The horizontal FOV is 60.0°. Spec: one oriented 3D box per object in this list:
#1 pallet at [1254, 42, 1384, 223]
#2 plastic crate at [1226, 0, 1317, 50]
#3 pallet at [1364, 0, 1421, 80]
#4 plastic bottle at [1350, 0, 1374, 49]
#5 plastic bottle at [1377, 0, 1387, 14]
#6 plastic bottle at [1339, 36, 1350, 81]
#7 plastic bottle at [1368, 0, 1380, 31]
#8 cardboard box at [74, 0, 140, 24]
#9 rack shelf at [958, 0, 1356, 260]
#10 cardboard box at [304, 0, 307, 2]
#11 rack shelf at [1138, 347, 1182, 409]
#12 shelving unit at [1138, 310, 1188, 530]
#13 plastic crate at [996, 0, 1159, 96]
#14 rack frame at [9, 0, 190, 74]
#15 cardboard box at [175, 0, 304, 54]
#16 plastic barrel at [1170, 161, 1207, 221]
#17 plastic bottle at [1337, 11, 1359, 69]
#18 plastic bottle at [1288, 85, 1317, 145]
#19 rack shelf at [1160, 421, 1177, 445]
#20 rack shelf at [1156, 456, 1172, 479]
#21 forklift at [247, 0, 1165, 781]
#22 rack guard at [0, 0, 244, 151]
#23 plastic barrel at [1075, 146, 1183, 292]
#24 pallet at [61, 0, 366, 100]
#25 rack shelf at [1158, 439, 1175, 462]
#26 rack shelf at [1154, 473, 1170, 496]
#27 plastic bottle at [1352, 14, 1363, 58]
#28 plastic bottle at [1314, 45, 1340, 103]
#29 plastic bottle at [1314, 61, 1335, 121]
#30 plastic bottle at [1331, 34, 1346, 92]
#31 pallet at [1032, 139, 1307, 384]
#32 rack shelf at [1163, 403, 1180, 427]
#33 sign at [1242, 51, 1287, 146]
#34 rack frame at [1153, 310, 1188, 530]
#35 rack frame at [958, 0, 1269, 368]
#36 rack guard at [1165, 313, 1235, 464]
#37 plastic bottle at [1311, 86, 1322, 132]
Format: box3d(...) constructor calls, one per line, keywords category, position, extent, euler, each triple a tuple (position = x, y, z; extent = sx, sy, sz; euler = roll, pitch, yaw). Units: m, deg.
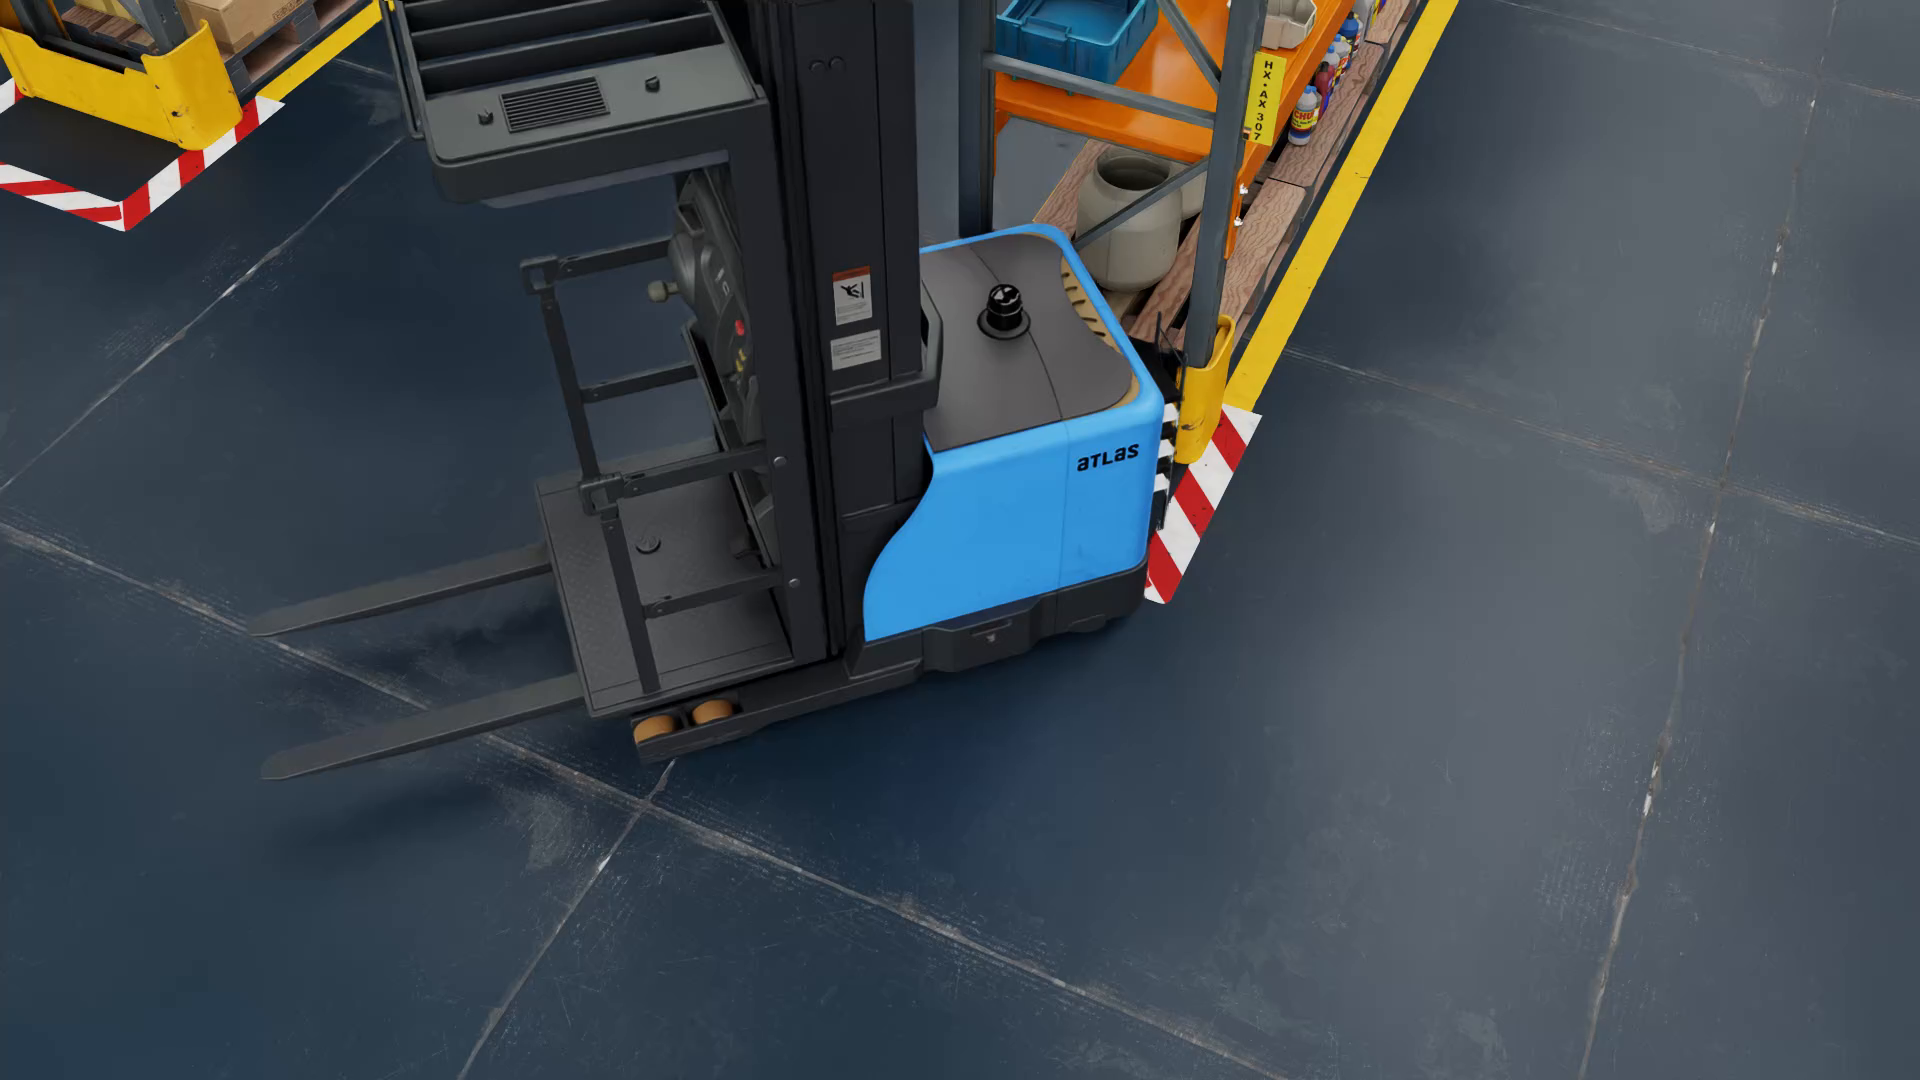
box3d(category="pallet", position=(1.336, -2.052, 7.857), extent=(1.003, 0.211, 1.213), euler=(20, 52, 16))
box3d(category="plastic crate", position=(1.145, -1.919, 6.087), extent=(0.298, 0.136, 0.250), euler=(20, 52, 16))
box3d(category="pallet", position=(1.856, -2.895, 8.575), extent=(1.003, 0.211, 1.213), euler=(20, 52, 16))
box3d(category="plastic bottle", position=(1.873, -2.505, 7.912), extent=(0.152, 0.276, 0.135), euler=(21, 53, 17))
box3d(category="plastic bottle", position=(2.052, -2.715, 8.085), extent=(0.061, 0.283, 0.133), euler=(23, 53, 18))
box3d(category="plastic bottle", position=(1.759, -2.249, 7.743), extent=(0.097, 0.201, 0.097), euler=(0, 50, 0))
box3d(category="plastic bottle", position=(1.946, -2.640, 7.977), extent=(0.144, 0.351, 0.185), euler=(19, 52, 16))
box3d(category="cardboard box", position=(-4.044, -2.818, 8.208), extent=(0.500, 0.250, 0.500), euler=(20, 52, 16))
box3d(category="rack shelf", position=(1.326, -2.637, 6.997), extent=(1.077, 0.370, 4.000), euler=(20, 52, 16))
box3d(category="cardboard box", position=(-3.365, -2.995, 8.358), extent=(0.500, 0.250, 0.500), euler=(20, 52, 16))
box3d(category="rack shelf", position=(0.631, -0.544, 5.811), extent=(0.200, 0.077, 0.258), euler=(-15, 51, -12))
box3d(category="shelving unit", position=(0.631, -0.391, 5.991), extent=(0.210, 0.900, 0.258), euler=(-15, 51, -12))
box3d(category="plastic crate", position=(0.415, -1.887, 5.984), extent=(0.499, 0.251, 0.616), euler=(20, 52, 16))
box3d(category="rack frame", position=(-4.006, -3.107, 6.925), extent=(1.000, 3.000, 0.127), euler=(20, 52, 16))
box3d(category="cardboard box", position=(-3.575, -2.649, 8.064), extent=(0.500, 0.250, 0.500), euler=(20, 52, 16))
box3d(category="plastic barrel", position=(0.898, -1.646, 7.039), extent=(0.421, 0.512, 0.421), euler=(0, 50, 0))
box3d(category="plastic bottle", position=(1.803, -2.343, 7.777), extent=(0.097, 0.271, 0.097), euler=(0, 50, 0))
box3d(category="plastic bottle", position=(1.528, -1.899, 7.399), extent=(0.097, 0.271, 0.097), euler=(0, 50, 0))
box3d(category="rack shelf", position=(0.631, -0.427, 5.948), extent=(0.200, 0.077, 0.258), euler=(-15, 51, -12))
box3d(category="rack shelf", position=(0.631, -0.311, 6.085), extent=(0.200, 0.077, 0.258), euler=(-15, 51, -12))
box3d(category="forklift", position=(-0.910, -0.661, 4.888), extent=(3.031, 2.935, 1.130), euler=(-15, 51, -12))
box3d(category="rack guard", position=(-4.016, -2.281, 7.862), extent=(1.175, 0.500, 0.348), euler=(20, 52, 16))
box3d(category="plastic barrel", position=(0.683, -1.301, 6.745), extent=(0.421, 0.512, 0.421), euler=(0, 50, 0))
box3d(category="pallet", position=(-3.717, -2.744, 8.446), extent=(1.003, 0.211, 1.213), euler=(20, 52, 16))
box3d(category="rack shelf", position=(0.631, -0.369, 6.017), extent=(0.200, 0.077, 0.258), euler=(-15, 51, -12))
box3d(category="rack shelf", position=(0.631, -0.252, 6.154), extent=(0.200, 0.077, 0.258), euler=(-15, 51, -12))
box3d(category="plastic bottle", position=(1.847, -2.391, 7.863), extent=(0.097, 0.201, 0.097), euler=(0, 50, 0))
box3d(category="plastic bottle", position=(1.674, -2.135, 7.599), extent=(0.097, 0.271, 0.097), euler=(0, 50, 0))
box3d(category="plastic bottle", position=(1.641, -2.052, 7.522), extent=(0.061, 0.283, 0.133), euler=(21, 53, 17))
box3d(category="plastic bottle", position=(1.717, -2.204, 7.658), extent=(0.097, 0.271, 0.097), euler=(0, 50, 0))
box3d(category="pallet", position=(0.813, -1.215, 7.145), extent=(1.003, 0.211, 1.213), euler=(20, 52, 16))
box3d(category="rack shelf", position=(0.631, -0.486, 5.880), extent=(0.200, 0.077, 0.258), euler=(-15, 51, -12))
box3d(category="sign", position=(0.967, -1.401, 5.291), extent=(0.100, 0.325, 0.005), euler=(20, 52, 16))
box3d(category="rack frame", position=(0.727, -0.416, 6.013), extent=(0.006, 0.900, 0.240), euler=(-15, 51, -12))
box3d(category="rack frame", position=(0.471, -1.493, 5.551), extent=(1.000, 3.000, 0.127), euler=(20, 52, 16))
box3d(category="rack guard", position=(0.461, -0.751, 6.561), extent=(1.175, 0.500, 0.348), euler=(20, 52, 16))
box3d(category="plastic bottle", position=(1.572, -1.947, 7.486), extent=(0.097, 0.201, 0.097), euler=(0, 50, 0))
